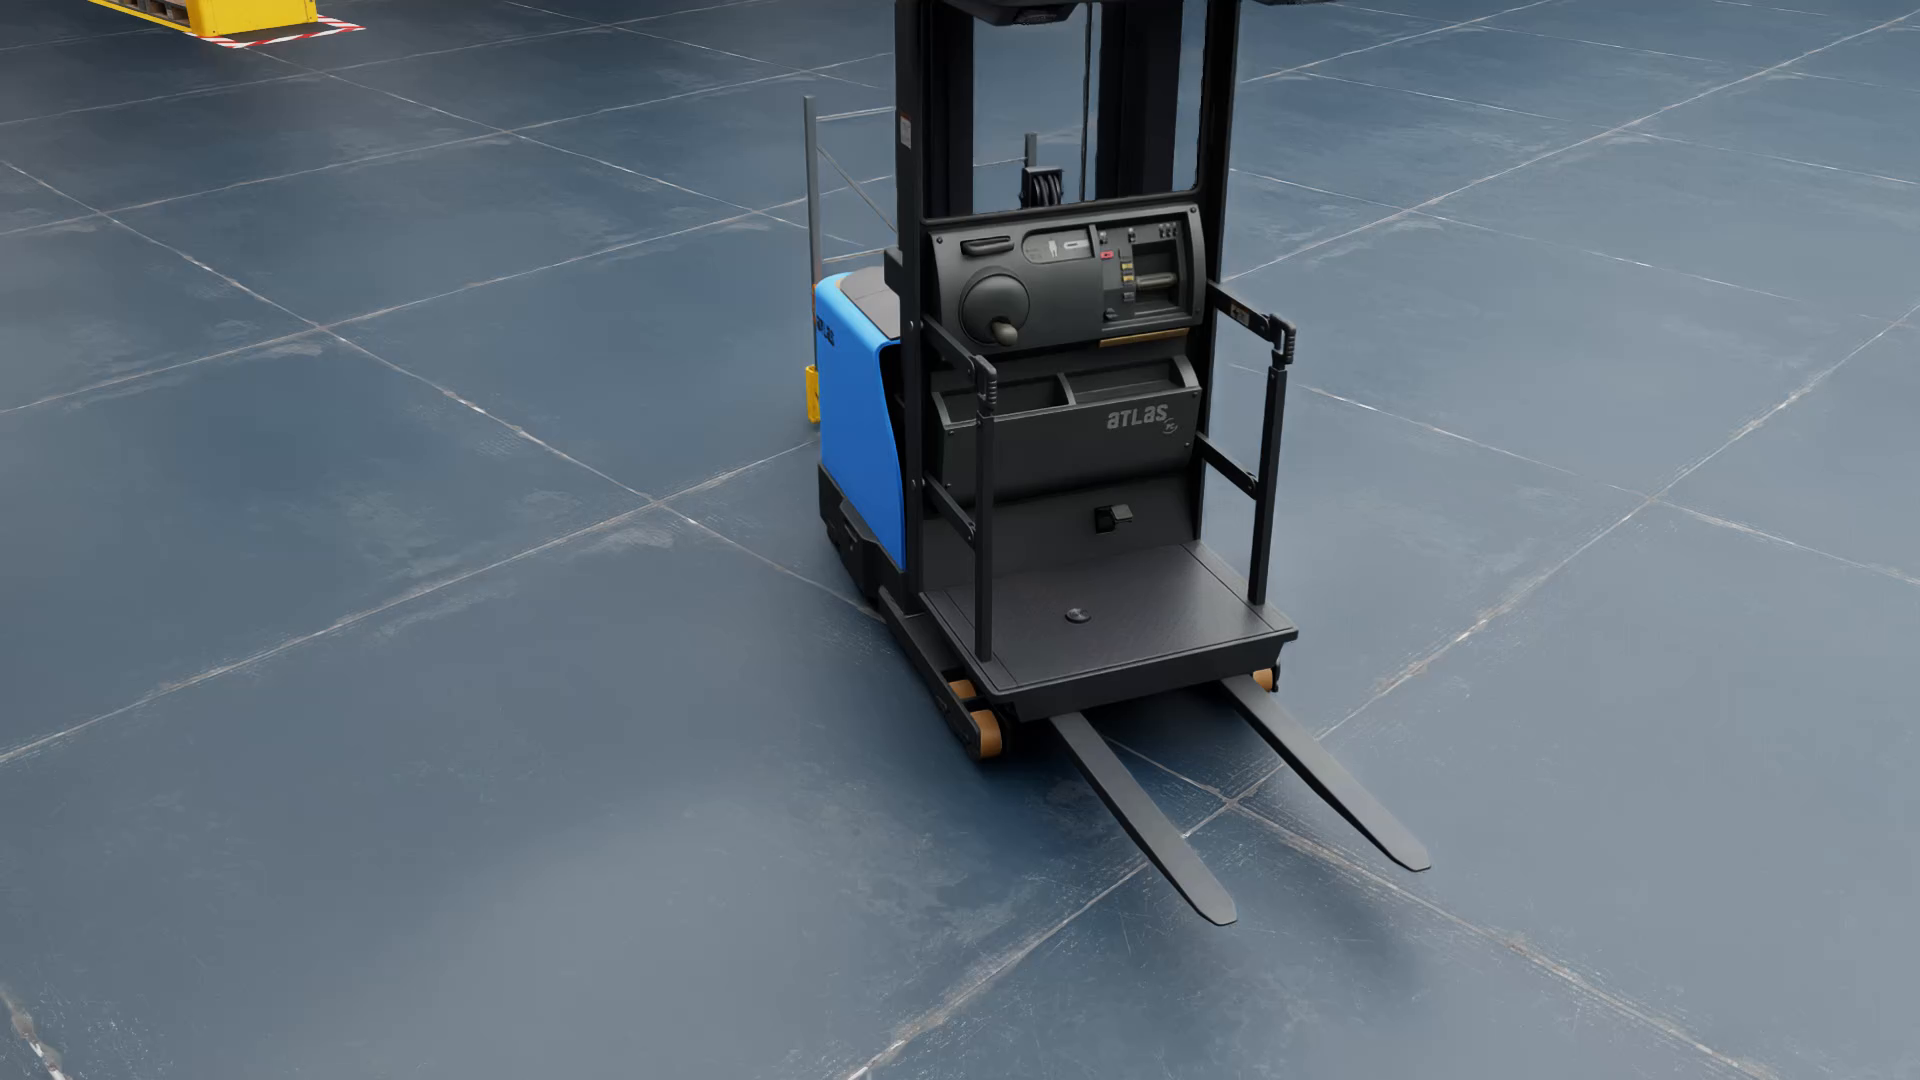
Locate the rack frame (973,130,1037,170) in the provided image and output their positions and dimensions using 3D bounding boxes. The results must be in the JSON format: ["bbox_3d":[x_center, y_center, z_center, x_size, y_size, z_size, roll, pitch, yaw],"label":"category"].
[{"bbox_3d":[0.087,-0.903,6.855,0.500,1.500,0.032,-16,32,-28],"label":"rack frame"}]

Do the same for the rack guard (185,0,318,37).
[{"bbox_3d":[-6.921,-5.268,16.231,0.348,0.500,1.175,25,36,38],"label":"rack guard"}]

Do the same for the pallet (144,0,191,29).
[{"bbox_3d":[-7.496,-5.407,16.806,1.213,0.211,1.003,25,36,38],"label":"pallet"}]

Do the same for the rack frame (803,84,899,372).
[{"bbox_3d":[-0.456,-1.303,7.616,0.500,1.500,0.032,-16,32,-28],"label":"rack frame"}]

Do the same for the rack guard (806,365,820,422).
[{"bbox_3d":[-0.455,-0.749,7.906,0.587,0.250,0.087,-16,32,-28],"label":"rack guard"}]

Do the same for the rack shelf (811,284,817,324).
[{"bbox_3d":[-0.184,-0.943,7.319,0.538,0.185,1.000,-16,32,-28],"label":"rack shelf"}]

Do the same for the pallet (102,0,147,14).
[{"bbox_3d":[-8.362,-5.805,17.563,1.213,0.211,1.003,25,36,38],"label":"pallet"}]

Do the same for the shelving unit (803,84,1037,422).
[{"bbox_3d":[-0.189,-1.106,7.242,0.587,1.500,1.083,-16,32,-28],"label":"shelving unit"}]

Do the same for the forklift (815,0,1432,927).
[{"bbox_3d":[0.436,-0.803,5.129,1.130,2.935,3.031,-10,29,-19],"label":"forklift"}]
